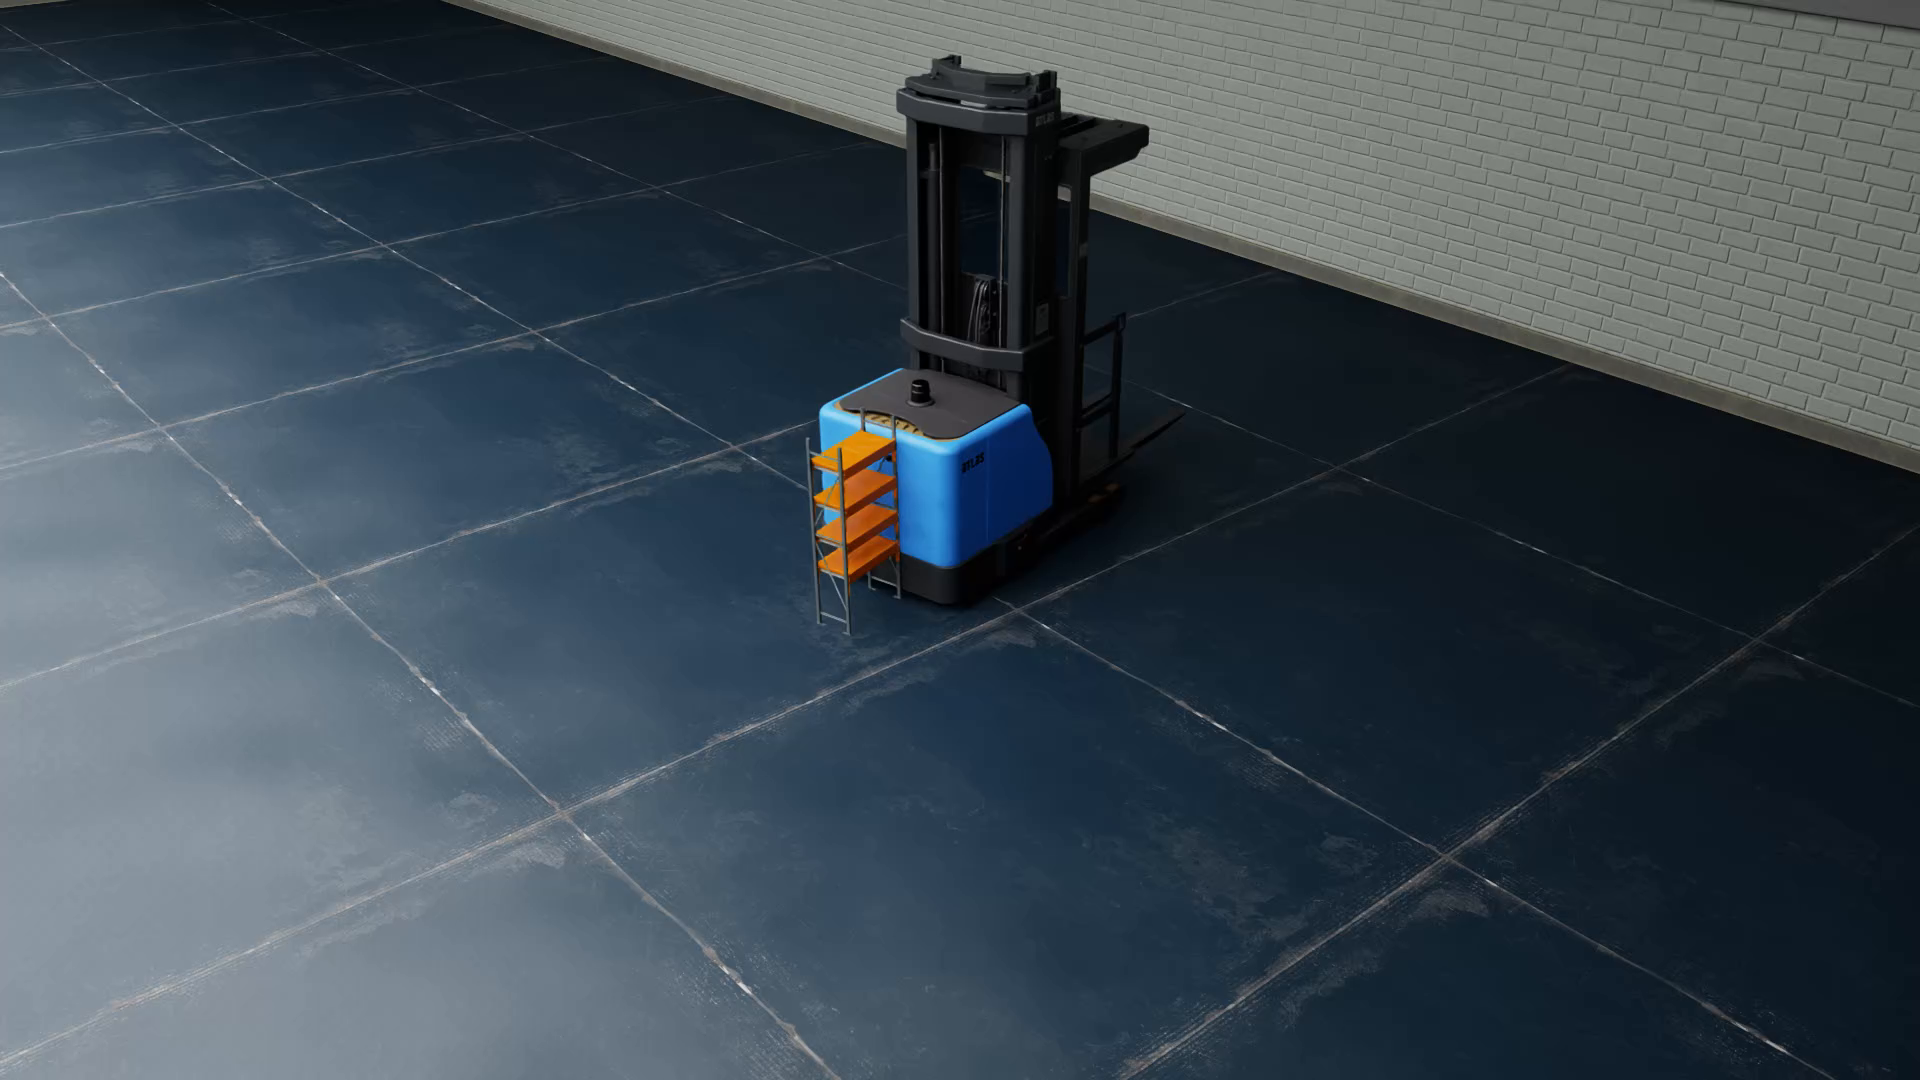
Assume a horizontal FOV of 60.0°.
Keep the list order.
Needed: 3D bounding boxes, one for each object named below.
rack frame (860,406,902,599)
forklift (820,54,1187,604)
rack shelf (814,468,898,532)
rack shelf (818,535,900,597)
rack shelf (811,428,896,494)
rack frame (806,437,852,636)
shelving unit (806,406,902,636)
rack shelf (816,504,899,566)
[{"bbox_3d":[-0.458,-0.204,9.693,0.240,1.200,0.015,18,34,30],"label":"rack frame"},{"bbox_3d":[0.443,-1.552,10.403,1.130,2.935,3.031,20,34,32],"label":"forklift"},{"bbox_3d":[-0.599,-0.241,9.442,0.258,0.148,0.480,18,34,30],"label":"rack shelf"},{"bbox_3d":[-0.593,0.128,9.648,0.258,0.148,0.480,18,34,30],"label":"rack shelf"},{"bbox_3d":[-0.602,-0.448,9.327,0.258,0.148,0.480,18,34,30],"label":"rack shelf"},{"bbox_3d":[-0.735,-0.005,9.344,0.240,1.200,0.015,18,34,30],"label":"rack frame"},{"bbox_3d":[-0.597,-0.104,9.518,0.258,1.200,0.503,18,34,30],"label":"shelving unit"},{"bbox_3d":[-0.596,-0.046,9.551,0.258,0.148,0.480,18,34,30],"label":"rack shelf"}]
